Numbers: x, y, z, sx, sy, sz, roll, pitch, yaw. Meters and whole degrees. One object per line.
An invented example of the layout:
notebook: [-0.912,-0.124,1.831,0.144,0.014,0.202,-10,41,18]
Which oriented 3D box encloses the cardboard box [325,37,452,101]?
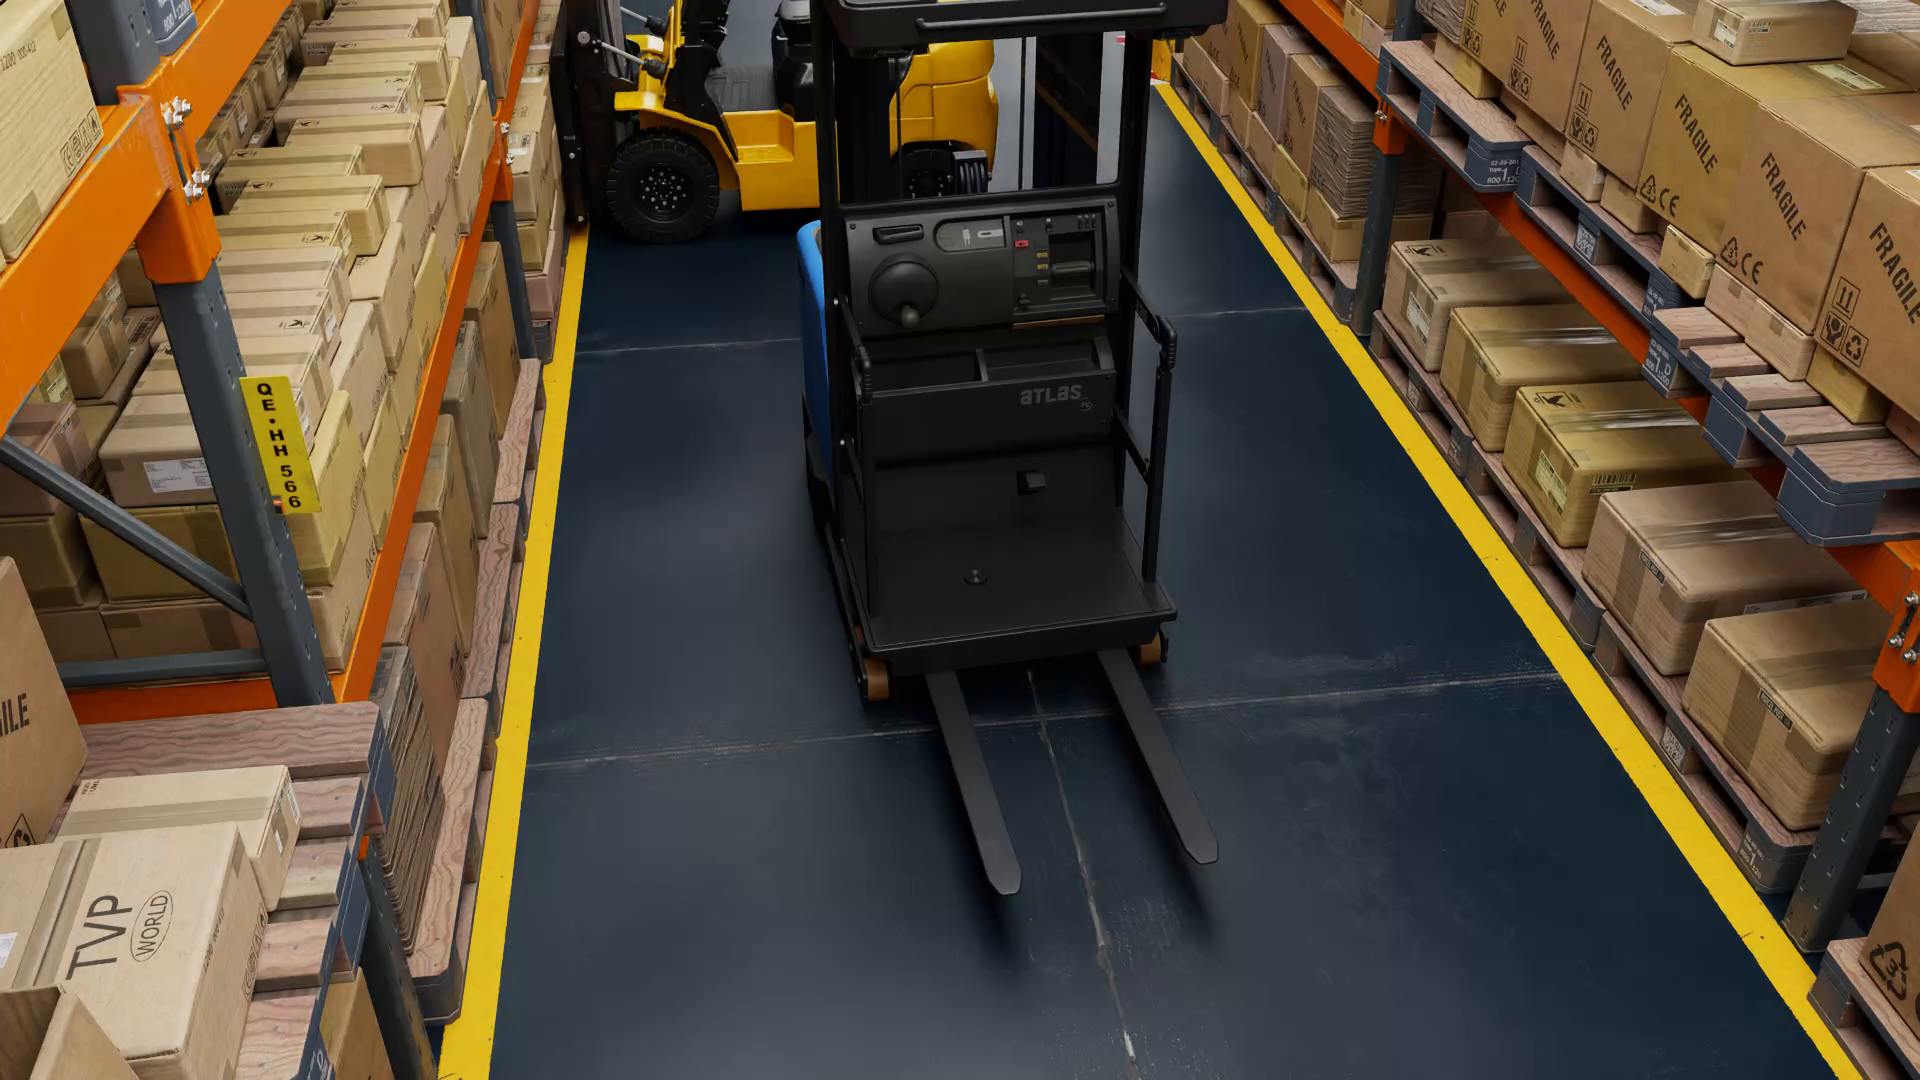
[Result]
cardboard box: [-2.001,-1.647,5.838,0.380,0.149,0.250,-5,35,-8]

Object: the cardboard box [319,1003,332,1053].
cardboard box: [-1.612,1.149,3.671,0.380,0.149,0.250,-6,35,-9]

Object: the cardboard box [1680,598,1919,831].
cardboard box: [2.922,0.519,5.285,0.950,0.372,0.625,-7,35,-10]

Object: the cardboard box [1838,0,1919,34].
cardboard box: [2.943,-1.549,5.634,0.500,0.500,0.500,-6,35,-8]

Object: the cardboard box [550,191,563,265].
cardboard box: [-2.288,-1.546,8.423,0.500,0.250,0.500,-5,35,-7]

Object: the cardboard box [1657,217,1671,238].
cardboard box: [2.539,-1.036,5.457,0.380,0.149,0.250,-4,34,-6]

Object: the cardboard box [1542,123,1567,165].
cardboard box: [2.375,-1.469,6.093,0.380,0.149,0.250,-4,34,-6]

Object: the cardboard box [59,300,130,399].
cardboard box: [-2.294,-0.461,4.098,0.380,0.149,0.250,-4,35,-6]

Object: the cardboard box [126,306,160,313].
cardboard box: [-2.400,-0.638,4.712,0.500,0.250,0.500,-5,35,-7]

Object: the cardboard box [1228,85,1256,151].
cardboard box: [1.894,-2.518,9.851,0.500,0.250,0.500,-2,34,-3]

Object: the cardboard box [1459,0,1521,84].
cardboard box: [2.297,-2.084,6.419,0.500,0.500,0.500,-4,35,-6]

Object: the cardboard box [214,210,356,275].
cardboard box: [-1.889,-0.782,4.569,0.380,0.149,0.250,-4,34,-6]

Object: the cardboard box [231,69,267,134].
cardboard box: [-2.553,-1.453,5.554,0.380,0.149,0.250,-4,35,-6]

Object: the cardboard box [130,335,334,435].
cardboard box: [-1.718,-0.357,3.946,0.380,0.149,0.250,-4,34,-5]

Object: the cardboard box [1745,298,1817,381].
cardboard box: [2.525,-0.593,4.807,0.380,0.149,0.250,-5,35,-7]

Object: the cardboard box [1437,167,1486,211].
cardboard box: [2.639,-2.006,8.433,0.500,0.500,0.500,-3,34,-4]

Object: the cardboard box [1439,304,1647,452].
cardboard box: [2.624,-0.703,7.079,0.950,0.372,0.625,-2,34,-3]

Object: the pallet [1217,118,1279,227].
pallet: [2.158,-2.211,9.807,1.003,0.211,1.213,-4,35,-6]

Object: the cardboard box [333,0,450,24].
cardboard box: [-2.202,-2.067,6.454,0.380,0.149,0.250,-3,34,-5]

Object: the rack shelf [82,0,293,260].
rack shelf: [-2.199,-1.757,4.640,1.077,0.370,4.000,-4,35,-6]

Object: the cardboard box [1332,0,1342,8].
cardboard box: [2.087,-2.792,8.406,0.380,0.149,0.250,-5,35,-7]

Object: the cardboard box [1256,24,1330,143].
cardboard box: [1.965,-2.534,9.208,0.500,0.500,0.500,-3,34,-4]

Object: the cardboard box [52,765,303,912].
cardboard box: [-1.461,0.569,3.102,0.380,0.149,0.250,-4,34,-5]

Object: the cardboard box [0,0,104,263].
cardboard box: [-1.620,-0.608,2.449,0.500,0.250,0.500,-5,35,-8]

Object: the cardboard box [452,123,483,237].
cardboard box: [-2.067,-1.328,6.168,0.500,0.250,0.500,-5,35,-7]

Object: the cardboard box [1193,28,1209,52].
cardboard box: [1.751,-3.404,10.484,0.500,0.500,0.500,-5,35,-8]

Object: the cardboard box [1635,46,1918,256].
cardboard box: [2.502,-1.217,5.146,0.500,0.500,0.500,-7,35,-10]

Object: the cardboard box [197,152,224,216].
cardboard box: [-2.399,-1.030,4.933,0.380,0.149,0.250,-3,34,-5]

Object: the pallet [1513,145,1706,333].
pallet: [2.682,-1.099,5.870,1.003,0.211,1.213,-4,35,-6]

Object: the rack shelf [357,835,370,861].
rack shelf: [-1.661,1.714,2.210,1.077,0.370,4.000,-4,35,-6]

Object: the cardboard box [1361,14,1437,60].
cardboard box: [2.105,-2.362,7.775,0.380,0.149,0.250,-5,35,-7]

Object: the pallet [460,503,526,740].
pallet: [-2.162,0.312,6.105,1.003,0.211,1.213,-4,35,-6]

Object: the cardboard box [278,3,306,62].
cardboard box: [-2.649,-1.874,6.172,0.380,0.149,0.250,-5,35,-8]

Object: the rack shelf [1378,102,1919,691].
rack shelf: [2.719,-0.896,6.040,1.077,0.370,4.000,-4,35,-6]

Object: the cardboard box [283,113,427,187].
cardboard box: [-1.888,-1.214,5.203,0.380,0.149,0.250,-5,35,-8]

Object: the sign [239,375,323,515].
sign: [-1.393,-0.191,3.409,0.100,0.325,0.005,-4,35,-6]

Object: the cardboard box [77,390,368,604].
cardboard box: [-1.722,-0.112,3.939,0.500,0.250,0.500,-4,35,-6]

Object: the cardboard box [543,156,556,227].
cardboard box: [-2.296,-1.749,8.278,0.500,0.250,0.500,-5,35,-7]

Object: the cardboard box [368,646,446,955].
cardboard box: [-2.000,0.760,4.707,0.875,0.625,0.625,-3,34,-5]

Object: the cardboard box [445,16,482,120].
cardboard box: [-2.148,-1.821,6.448,0.500,0.250,0.500,-5,35,-7]

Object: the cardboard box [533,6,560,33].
cardboard box: [-2.482,-2.815,9.398,0.500,0.250,0.500,-4,34,-6]

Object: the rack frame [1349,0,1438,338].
rack frame: [2.451,-2.309,7.475,1.000,3.000,0.127,-4,35,-6]

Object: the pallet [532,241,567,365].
pallet: [-2.533,-1.226,8.361,1.003,0.211,1.213,-4,35,-6]

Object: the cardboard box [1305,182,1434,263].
cardboard box: [2.105,-1.656,8.585,0.500,0.250,0.500,-3,34,-4]

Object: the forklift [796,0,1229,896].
forklift: [0.130,-0.866,5.418,1.130,2.935,3.031,-7,35,-10]

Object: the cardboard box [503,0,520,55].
cardboard box: [-2.355,-2.529,7.709,0.500,0.500,0.500,-4,34,-6]

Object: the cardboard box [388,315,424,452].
cardboard box: [-1.886,-0.471,4.911,0.500,0.250,0.500,-5,35,-8]

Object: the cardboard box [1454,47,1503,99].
cardboard box: [2.237,-1.906,6.734,0.380,0.149,0.250,-4,34,-5]

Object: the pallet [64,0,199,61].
pallet: [-2.109,-1.232,3.399,1.213,0.211,1.003,-3,34,-4]

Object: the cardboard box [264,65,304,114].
cardboard box: [-2.596,-1.492,5.965,0.500,0.250,0.500,-5,35,-7]

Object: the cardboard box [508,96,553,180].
cardboard box: [-2.280,-1.961,8.145,0.500,0.250,0.500,-4,35,-6]

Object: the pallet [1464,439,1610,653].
pallet: [2.724,-0.040,6.621,1.003,0.211,1.213,-4,35,-6]

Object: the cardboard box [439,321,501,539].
cardboard box: [-2.290,-0.399,6.408,0.875,0.625,0.625,-5,35,-7]

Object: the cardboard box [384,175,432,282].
cardboard box: [-1.960,-0.966,5.193,0.500,0.250,0.500,-4,34,-6]
